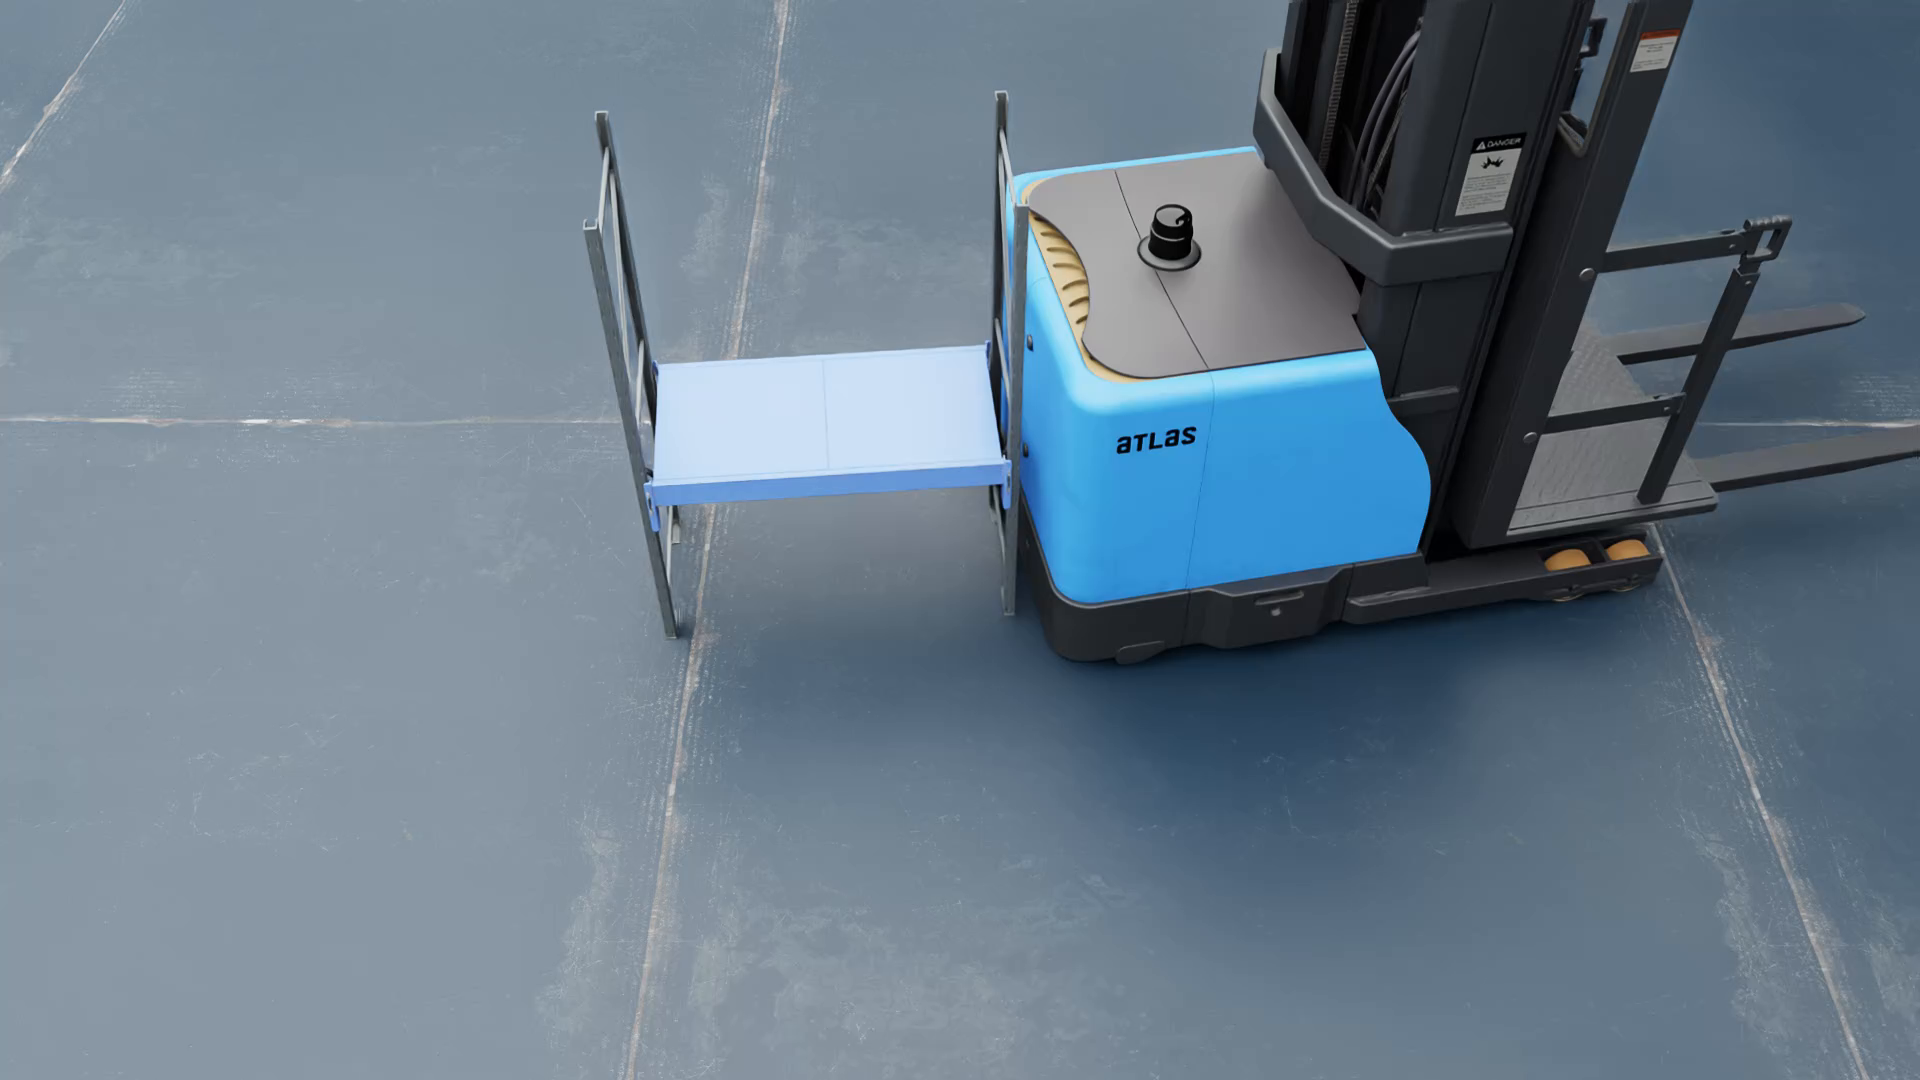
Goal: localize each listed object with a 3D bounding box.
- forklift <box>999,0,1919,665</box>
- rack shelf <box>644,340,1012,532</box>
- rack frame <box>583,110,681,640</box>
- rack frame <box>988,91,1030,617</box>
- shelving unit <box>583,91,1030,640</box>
[{"bbox_3d":[1.654,-1.184,4.350,3.031,2.935,1.130,-9,48,-8],"label":"forklift"},{"bbox_3d":[-0.379,-0.306,4.756,1.000,0.185,0.538,-4,47,-4],"label":"rack shelf"},{"bbox_3d":[-0.885,-0.394,4.593,0.032,1.500,0.500,-4,47,-4],"label":"rack frame"},{"bbox_3d":[0.127,-0.462,4.655,0.032,1.500,0.500,-4,47,-4],"label":"rack frame"},{"bbox_3d":[-0.379,-0.428,4.624,1.048,1.500,0.538,-4,47,-4],"label":"shelving unit"}]
